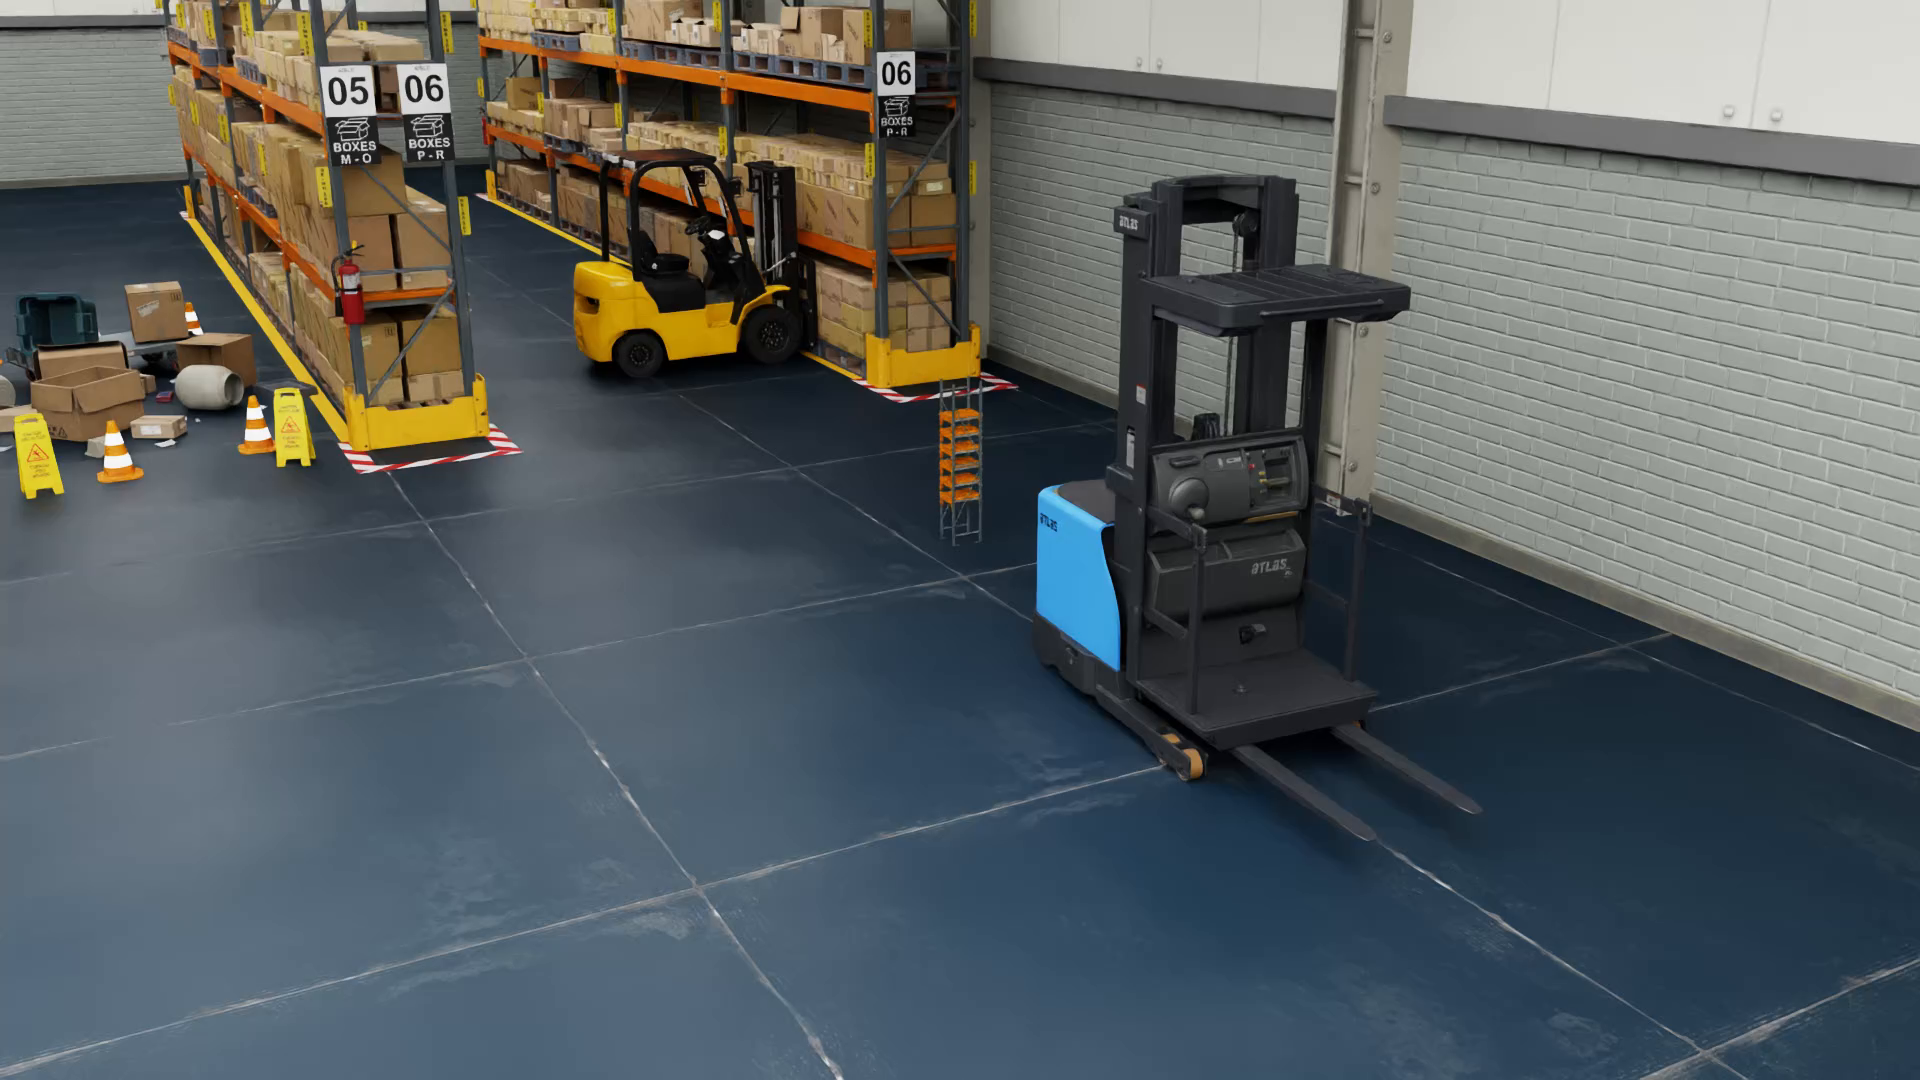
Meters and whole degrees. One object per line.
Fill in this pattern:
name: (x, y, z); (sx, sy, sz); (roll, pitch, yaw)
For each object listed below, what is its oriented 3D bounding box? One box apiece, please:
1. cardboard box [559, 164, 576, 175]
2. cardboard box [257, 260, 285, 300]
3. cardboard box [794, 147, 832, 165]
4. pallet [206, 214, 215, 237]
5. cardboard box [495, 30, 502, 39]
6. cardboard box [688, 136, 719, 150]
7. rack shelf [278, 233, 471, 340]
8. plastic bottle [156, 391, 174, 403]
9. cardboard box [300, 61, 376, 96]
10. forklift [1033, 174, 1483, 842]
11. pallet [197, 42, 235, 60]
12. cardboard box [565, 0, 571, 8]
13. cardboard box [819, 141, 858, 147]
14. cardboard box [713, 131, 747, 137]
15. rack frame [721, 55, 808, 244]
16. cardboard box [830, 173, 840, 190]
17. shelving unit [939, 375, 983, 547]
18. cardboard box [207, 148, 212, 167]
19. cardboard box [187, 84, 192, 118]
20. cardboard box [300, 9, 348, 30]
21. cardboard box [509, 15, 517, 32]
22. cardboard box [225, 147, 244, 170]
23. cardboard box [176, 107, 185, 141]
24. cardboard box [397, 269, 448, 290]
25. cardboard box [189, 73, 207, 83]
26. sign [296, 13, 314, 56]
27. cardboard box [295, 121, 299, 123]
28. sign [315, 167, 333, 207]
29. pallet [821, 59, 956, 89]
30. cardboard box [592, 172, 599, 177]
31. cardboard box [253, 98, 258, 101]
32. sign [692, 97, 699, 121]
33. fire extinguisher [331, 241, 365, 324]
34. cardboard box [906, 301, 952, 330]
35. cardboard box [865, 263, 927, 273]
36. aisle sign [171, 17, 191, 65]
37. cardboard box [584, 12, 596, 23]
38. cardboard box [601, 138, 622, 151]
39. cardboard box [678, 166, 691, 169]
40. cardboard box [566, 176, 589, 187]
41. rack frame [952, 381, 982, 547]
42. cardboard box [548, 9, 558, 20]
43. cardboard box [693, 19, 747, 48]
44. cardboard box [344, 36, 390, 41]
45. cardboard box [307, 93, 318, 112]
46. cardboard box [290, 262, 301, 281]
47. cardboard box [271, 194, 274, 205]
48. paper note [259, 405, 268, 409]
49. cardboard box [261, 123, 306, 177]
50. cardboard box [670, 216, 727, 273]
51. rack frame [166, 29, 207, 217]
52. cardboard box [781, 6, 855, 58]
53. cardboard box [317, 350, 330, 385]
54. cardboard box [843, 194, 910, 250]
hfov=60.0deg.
cardboard box: (-6.084, -5.836, 26.182); (0.380, 0.149, 0.250); (-10, 22, -28)
cardboard box: (-7.923, -3.170, 20.105); (0.950, 0.372, 0.625); (-10, 22, -28)
cardboard box: (-1.568, -4.140, 17.928); (0.380, 0.149, 0.250); (-10, 21, -26)
pallet: (-11.315, -4.999, 26.296); (1.003, 0.211, 1.213); (-10, 21, -27)
cardboard box: (-7.613, -8.517, 28.003); (0.380, 0.149, 0.250); (-10, 21, -27)
cardboard box: (-3.151, -4.917, 20.634); (0.380, 0.149, 0.250); (-11, 22, -28)
rack shelf: (-5.691, -2.526, 15.955); (1.077, 0.370, 4.000); (-10, 21, -27)
plastic bottle: (-7.678, -1.390, 16.065); (0.133, 0.061, 0.283); (-6, 20, -17)
cardboard box: (-5.221, -3.884, 13.965); (0.500, 0.250, 0.500); (-10, 22, -27)
forklift: (1.513, -0.309, 8.534); (1.130, 2.935, 3.031); (-9, 21, -23)
pallet: (-9.426, -6.414, 21.812); (1.003, 0.211, 1.213); (-9, 21, -24)
cardboard box: (-5.867, -8.310, 25.515); (0.396, 0.266, 0.258); (-10, 22, -27)
cardboard box: (-1.357, -4.367, 18.586); (0.380, 0.149, 0.250); (-10, 22, -28)
cardboard box: (-2.935, -5.143, 21.289); (0.380, 0.149, 0.250); (-10, 21, -26)
rack frame: (-2.274, -4.210, 19.733); (1.000, 3.000, 0.127); (-10, 21, -27)
cardboard box: (-1.111, -3.697, 17.100); (0.380, 0.149, 0.250); (-10, 21, -27)
shelving unit: (0.007, -0.563, 11.924); (0.258, 1.200, 0.189); (-10, 21, -27)
cardboard box: (-10.216, -5.350, 23.267); (0.500, 0.250, 0.500); (-11, 22, -28)
cardboard box: (-11.141, -6.496, 24.672); (0.500, 0.500, 0.500); (-10, 22, -27)
cardboard box: (-6.811, -5.593, 17.963); (0.500, 0.250, 0.500); (-10, 22, -28)
cardboard box: (-7.012, -8.390, 27.023); (0.500, 0.250, 0.500); (-9, 21, -26)
cardboard box: (-8.994, -4.853, 21.061); (0.500, 0.250, 0.500); (-10, 21, -27)
cardboard box: (-12.364, -6.750, 26.940); (0.500, 0.500, 0.500); (-10, 21, -27)
cardboard box: (-4.720, -2.302, 14.590); (0.380, 0.149, 0.250); (-10, 21, -26)
cardboard box: (-11.292, -6.904, 24.860); (0.380, 0.149, 0.250); (-10, 21, -27)
sign: (-5.239, -4.048, 13.308); (0.100, 0.325, 0.005); (-10, 21, -27)
cardboard box: (-7.515, -4.855, 19.356); (0.380, 0.149, 0.250); (-11, 22, -29)
sign: (-5.239, -2.908, 13.701); (0.100, 0.325, 0.005); (-10, 21, -27)
pallet: (-0.688, -4.645, 16.530); (1.003, 0.211, 1.213); (-10, 21, -27)
cardboard box: (-5.645, -5.769, 26.445); (0.380, 0.149, 0.250); (-11, 22, -29)
cardboard box: (-9.035, -5.579, 22.016); (0.500, 0.500, 0.500); (-9, 21, -25)
sign: (-3.687, -5.992, 23.124); (0.100, 0.325, 0.005); (-10, 21, -27)
fire extinguisher: (-5.093, -2.151, 13.884); (0.296, 0.674, 0.183); (-10, 21, -27)
cardboard box: (-0.415, -2.364, 17.188); (0.500, 0.250, 0.500); (-10, 21, -26)
cardboard box: (-0.677, -2.743, 17.521); (0.500, 0.250, 0.500); (-10, 21, -27)
aisle sign: (-12.628, -8.089, 26.990); (0.394, 0.787, 0.004); (-10, 21, -27)
cardboard box: (-5.092, -7.387, 23.506); (0.380, 0.149, 0.250); (-11, 22, -28)
cardboard box: (-4.823, -5.567, 23.407); (0.380, 0.149, 0.250); (-10, 21, -26)
cardboard box: (-3.221, -4.771, 20.822); (0.500, 0.250, 0.500); (-10, 21, -26)
cardboard box: (-5.937, -5.618, 26.008); (0.380, 0.149, 0.250); (-11, 22, -28)
rack frame: (0.050, -0.537, 11.848); (0.240, 1.200, 0.006); (-10, 21, -27)
cardboard box: (-5.899, -7.823, 24.739); (0.380, 0.149, 0.250); (-10, 22, -28)
cardboard box: (-2.832, -6.001, 19.666); (0.500, 0.311, 0.500); (-11, 22, -28)
cardboard box: (-5.426, -4.543, 15.263); (0.380, 0.149, 0.250); (-9, 21, -26)
cardboard box: (-5.304, -3.716, 14.089); (0.380, 0.149, 0.250); (-10, 21, -26)
cardboard box: (-6.592, -2.743, 16.910); (0.380, 0.149, 0.250); (-10, 21, -26)
cardboard box: (-7.238, -3.703, 18.006); (0.380, 0.149, 0.250); (-11, 22, -28)
paper note: (-6.647, -1.261, 15.738); (0.148, 0.019, 0.142); (16, 25, 39)
cardboard box: (-6.623, -3.940, 16.810); (0.700, 0.500, 0.500); (-10, 22, -27)
cardboard box: (-3.252, -3.873, 21.754); (0.875, 0.625, 0.625); (-11, 22, -29)
rack frame: (-12.339, -6.885, 27.485); (1.000, 3.000, 0.127); (-10, 21, -27)
cardboard box: (-1.442, -5.347, 17.474); (0.797, 0.503, 0.637); (-9, 21, -25)
cardboard box: (-5.854, -1.680, 15.973); (0.500, 0.250, 0.500); (-11, 22, -29)
cardboard box: (-0.840, -3.209, 16.680); (0.500, 0.500, 0.500); (-11, 22, -28)
